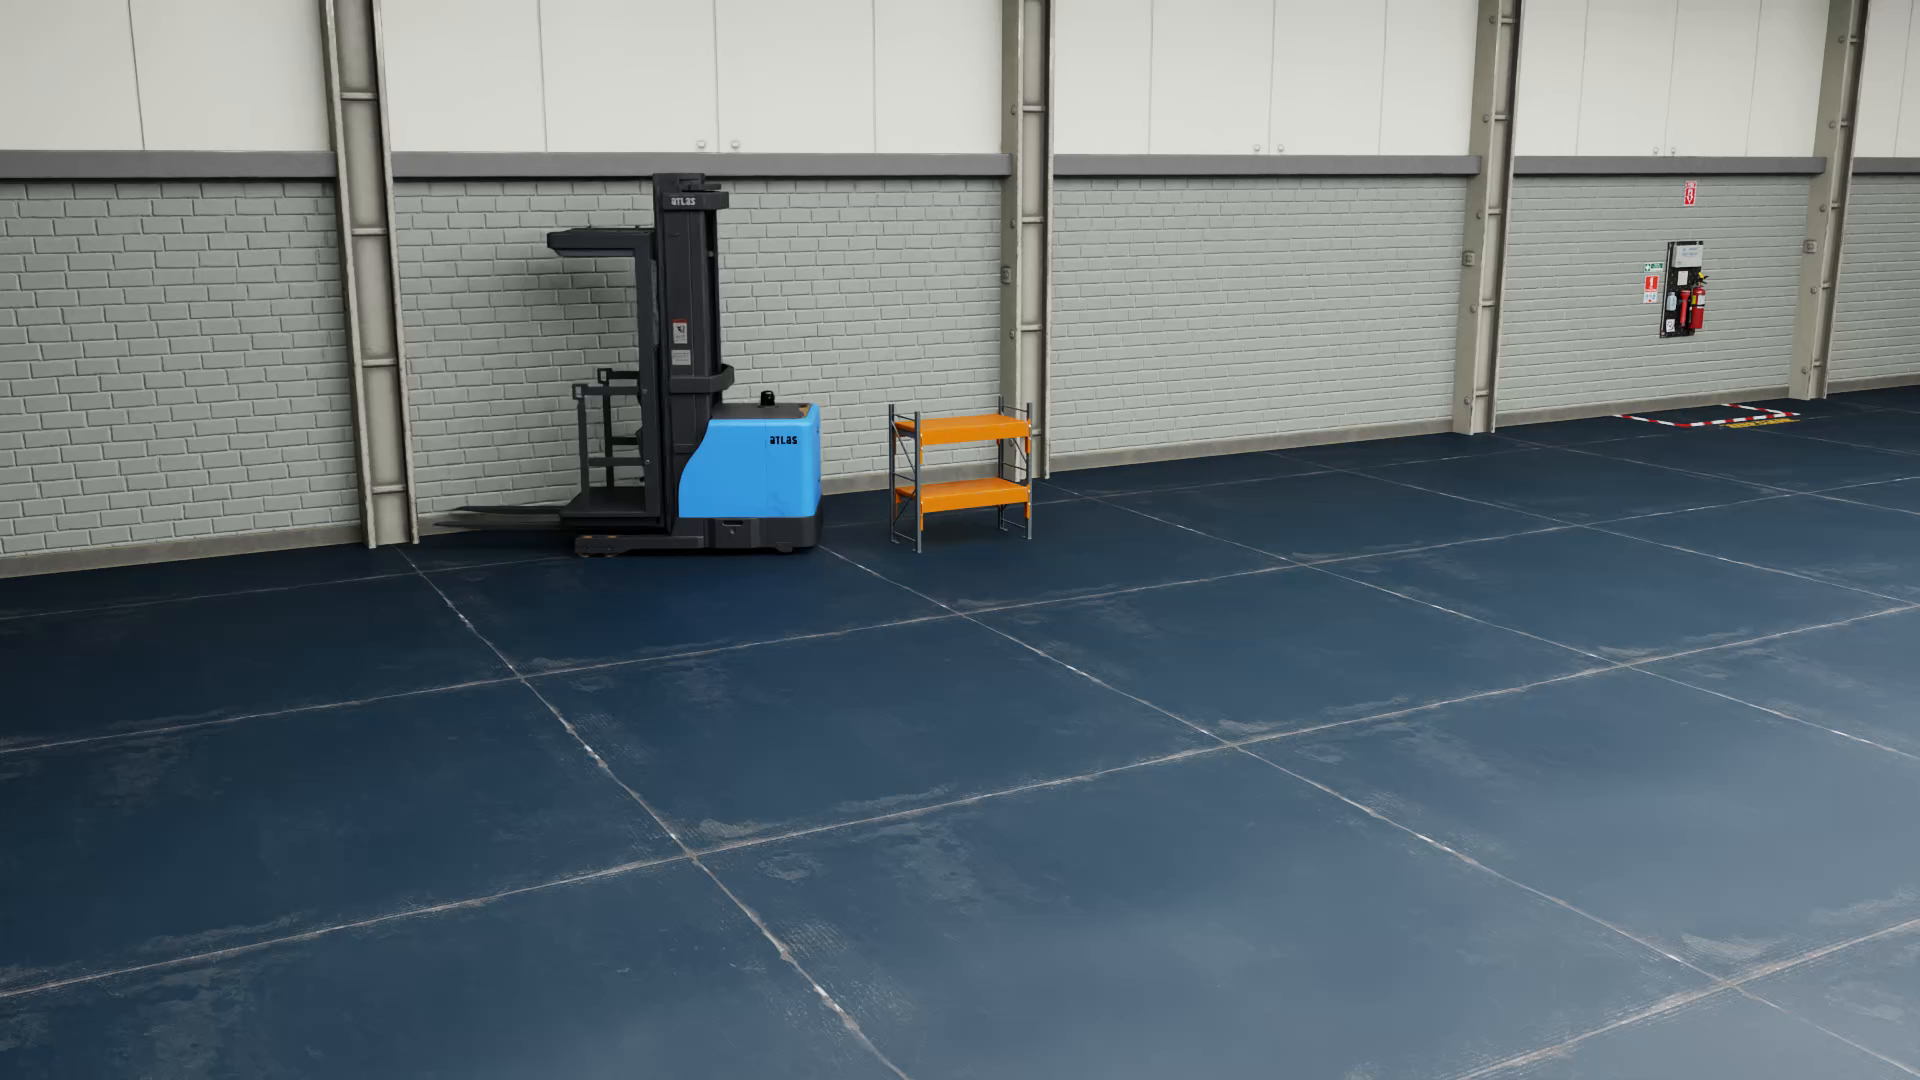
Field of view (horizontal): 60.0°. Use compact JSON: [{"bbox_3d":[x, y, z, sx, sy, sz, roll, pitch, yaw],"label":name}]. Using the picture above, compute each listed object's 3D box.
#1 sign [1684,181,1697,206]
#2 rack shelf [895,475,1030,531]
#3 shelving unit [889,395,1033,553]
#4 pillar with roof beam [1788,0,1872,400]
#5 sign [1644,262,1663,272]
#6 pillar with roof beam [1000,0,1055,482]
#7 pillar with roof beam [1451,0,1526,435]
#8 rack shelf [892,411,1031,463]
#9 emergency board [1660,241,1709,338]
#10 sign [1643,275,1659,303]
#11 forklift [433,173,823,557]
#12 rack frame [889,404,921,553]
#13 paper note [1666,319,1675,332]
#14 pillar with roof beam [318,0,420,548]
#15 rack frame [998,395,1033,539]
[{"bbox_3d":[8.925,-4.237,20.323,0.199,0.298,0.001,-7,14,-28],"label":"sign"},{"bbox_3d":[0.006,-0.311,13.543,1.000,0.278,0.538,-7,14,-28],"label":"rack shelf"},{"bbox_3d":[0.006,-0.549,13.489,1.048,1.125,0.538,-7,14,-28],"label":"shelving unit"},{"bbox_3d":[13.230,-5.437,17.273,0.400,9.000,9.100,-7,14,-28],"label":"pillar with roof beam"},{"bbox_3d":[8.454,-3.324,20.258,0.331,0.109,0.001,-7,14,-28],"label":"sign"},{"bbox_3d":[2.697,-4.175,11.664,0.400,9.000,9.100,-7,14,-28],"label":"pillar with roof beam"},{"bbox_3d":[7.964,-4.806,14.469,0.400,9.000,9.100,-7,14,-28],"label":"pillar with roof beam"},{"bbox_3d":[0.006,-0.835,13.425,1.000,0.278,0.538,-7,14,-28],"label":"rack shelf"},{"bbox_3d":[8.980,-3.087,20.496,0.643,1.169,0.194,-7,14,-28],"label":"emergency board"},{"bbox_3d":[8.445,-3.067,20.322,0.234,0.329,0.001,-7,14,-28],"label":"sign"},{"bbox_3d":[-2.654,-1.413,13.211,3.031,2.935,1.130,0,13,-1],"label":"forklift"},{"bbox_3d":[-0.440,-0.496,13.251,0.032,1.125,0.500,-7,14,-28],"label":"rack frame"},{"bbox_3d":[8.792,-2.652,20.569,0.142,0.148,0.016,-7,14,-28],"label":"paper note"},{"bbox_3d":[-2.569,-3.544,8.859,0.400,9.000,9.100,-7,14,-28],"label":"pillar with roof beam"},{"bbox_3d":[0.452,-0.603,13.726,0.032,1.125,0.500,-7,14,-28],"label":"rack frame"}]
